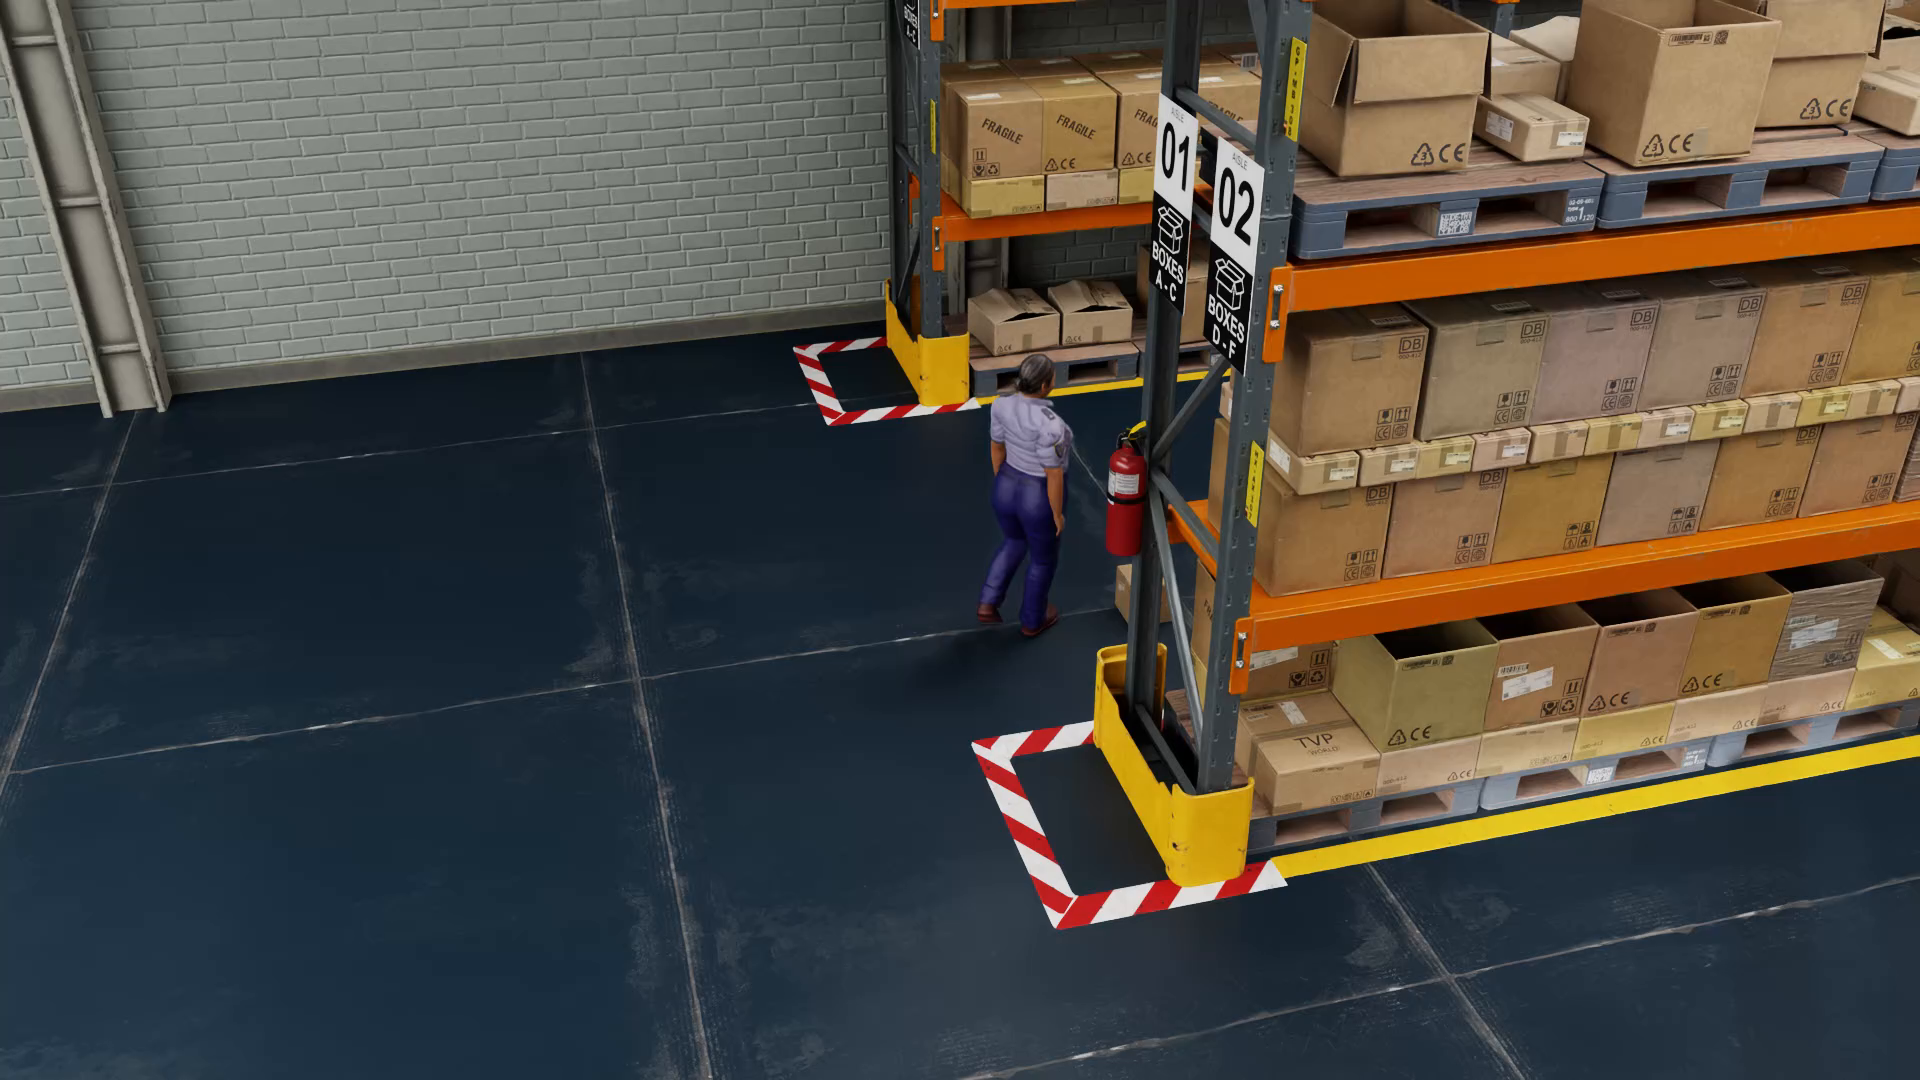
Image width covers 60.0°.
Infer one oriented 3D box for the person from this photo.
[{"bbox_3d":[0.354,-0.211,8.587,0.499,1.644,0.517,24,38,35],"label":"person"}]
